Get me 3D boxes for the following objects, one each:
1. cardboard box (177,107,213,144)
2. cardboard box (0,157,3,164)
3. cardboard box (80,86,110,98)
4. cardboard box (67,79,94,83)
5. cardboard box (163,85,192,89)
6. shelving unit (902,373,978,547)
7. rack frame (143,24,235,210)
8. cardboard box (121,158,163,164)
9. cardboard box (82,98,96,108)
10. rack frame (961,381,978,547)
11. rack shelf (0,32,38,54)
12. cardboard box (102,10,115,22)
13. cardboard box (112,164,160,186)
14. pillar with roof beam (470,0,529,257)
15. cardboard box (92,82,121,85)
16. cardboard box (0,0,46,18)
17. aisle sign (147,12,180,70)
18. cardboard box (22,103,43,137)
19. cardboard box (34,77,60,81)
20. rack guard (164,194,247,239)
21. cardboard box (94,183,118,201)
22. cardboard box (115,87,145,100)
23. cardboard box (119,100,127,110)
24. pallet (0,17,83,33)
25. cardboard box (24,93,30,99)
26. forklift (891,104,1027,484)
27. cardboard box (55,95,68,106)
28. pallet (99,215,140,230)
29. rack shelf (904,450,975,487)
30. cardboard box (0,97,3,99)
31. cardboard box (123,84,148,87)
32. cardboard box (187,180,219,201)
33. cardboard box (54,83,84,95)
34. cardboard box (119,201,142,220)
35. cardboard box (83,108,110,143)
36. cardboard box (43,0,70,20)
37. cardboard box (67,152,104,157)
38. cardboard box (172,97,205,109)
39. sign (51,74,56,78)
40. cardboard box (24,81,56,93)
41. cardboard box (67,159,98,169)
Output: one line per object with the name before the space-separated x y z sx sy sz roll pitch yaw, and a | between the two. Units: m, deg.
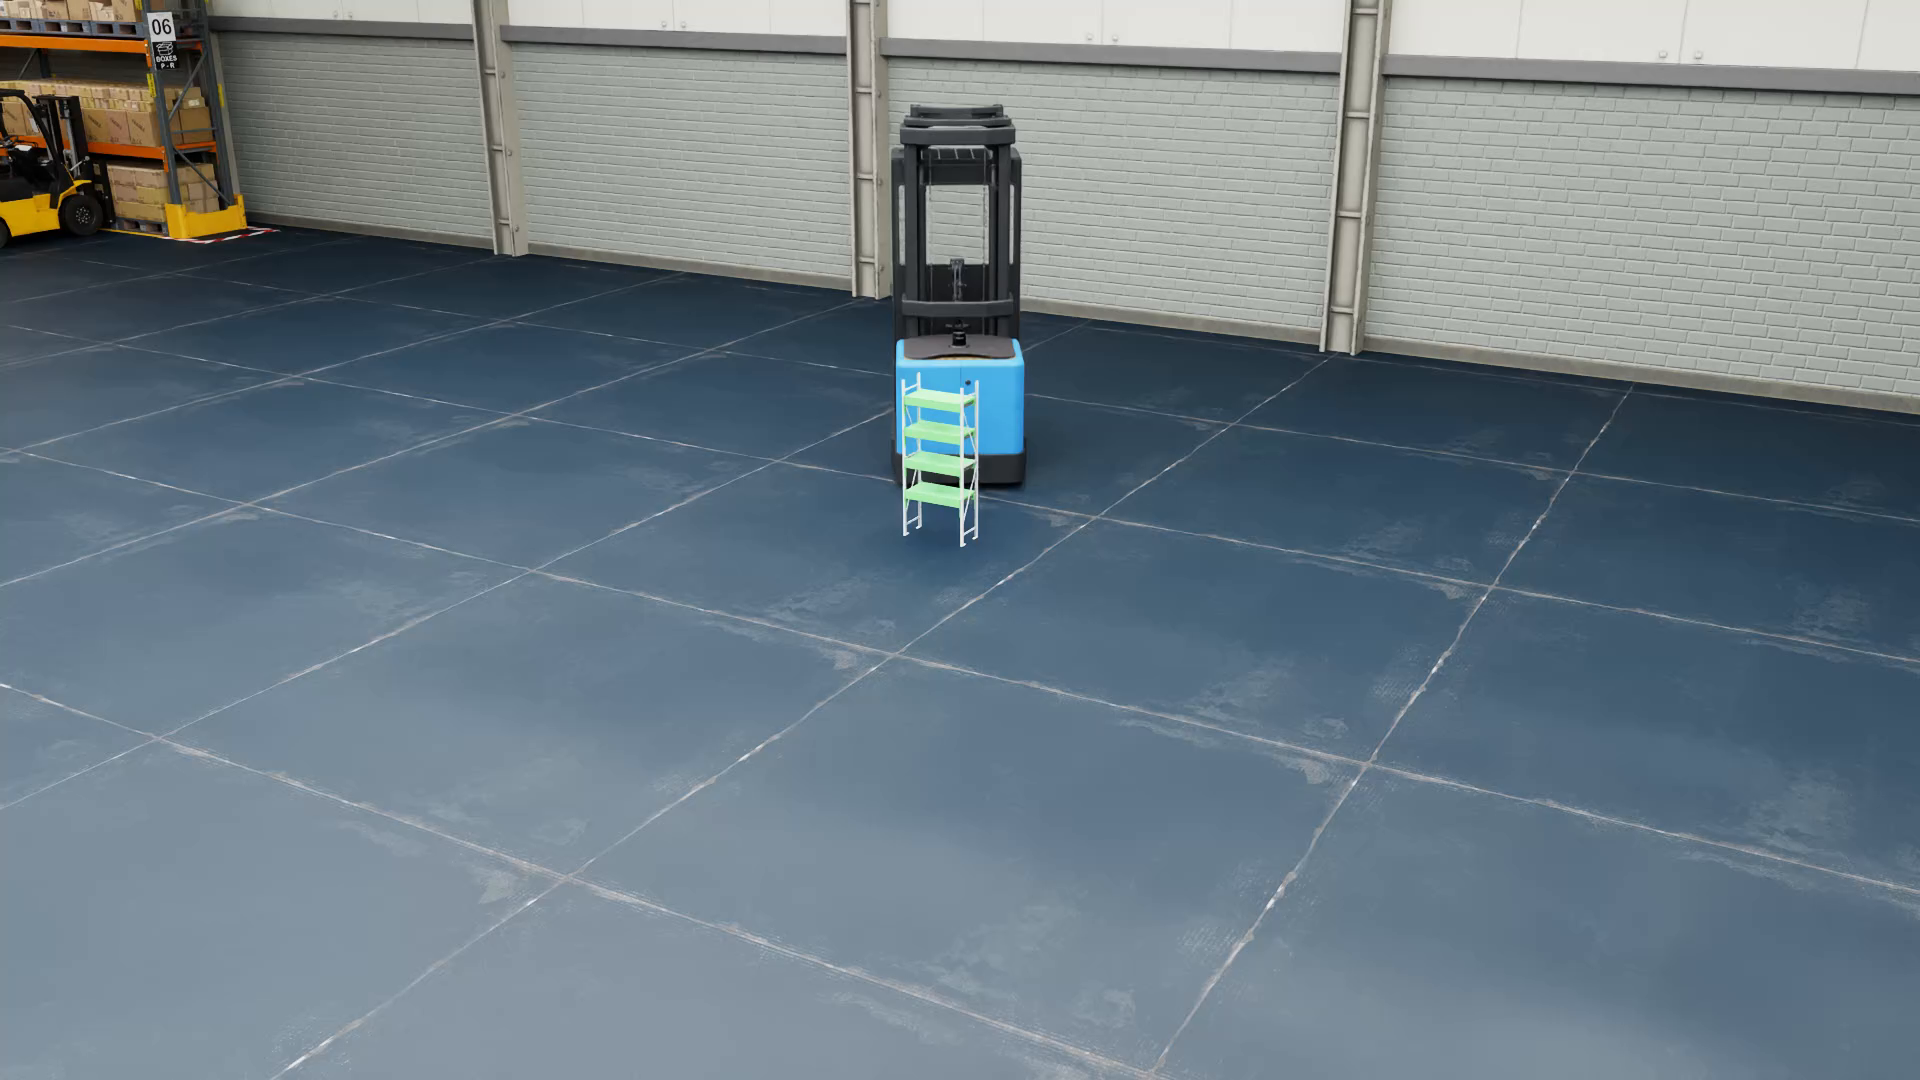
cardboard box | -11.707 -6.290 25.159 0.500 0.500 0.500 12 23 29
cardboard box | -15.363 -5.907 27.118 0.625 0.625 0.875 12 23 30
cardboard box | -12.988 -6.749 25.037 0.250 0.149 0.380 11 23 28
cardboard box | -13.790 -7.154 26.155 0.250 0.149 0.380 10 22 26
cardboard box | -11.800 -6.752 25.045 0.250 0.149 0.380 12 23 29
shelving unit | -0.145 -0.592 12.236 0.503 1.200 0.258 11 23 27
rack frame | -11.410 -6.078 24.721 0.127 3.000 1.000 11 23 27
cardboard box | -12.606 -5.757 25.788 0.500 0.250 0.500 11 22 27
cardboard box | -12.981 -6.610 25.090 0.250 0.149 0.380 11 23 28
rack frame | 0.069 -0.551 12.125 0.015 1.200 0.240 11 23 27
rack shelf | -16.648 -8.147 27.083 4.000 0.370 1.077 11 23 27
cardboard box | -12.281 -7.661 24.294 0.250 0.149 0.380 10 22 26
cardboard box | -12.412 -5.519 25.132 0.500 0.250 0.500 11 23 28
pillar with roof beam | -8.439 -7.002 18.473 0.400 9.000 9.100 11 23 27
cardboard box | -13.168 -6.997 25.723 0.250 0.149 0.380 12 23 29
cardboard box | -14.294 -8.145 25.388 0.500 0.311 0.500 11 23 28
aisle sign | -11.496 -7.201 24.006 0.004 0.787 0.394 11 23 27
cardboard box | -14.179 -6.557 25.895 0.500 0.500 0.500 11 23 28
cardboard box | -14.476 -7.271 26.478 0.250 0.149 0.380 11 23 27
rack guard | -11.389 -4.899 25.136 0.348 0.500 1.175 11 23 27
cardboard box | -12.881 -5.372 25.458 0.500 0.250 0.500 10 22 26
cardboard box | -12.297 -6.633 24.719 0.250 0.149 0.380 11 23 28
cardboard box | -12.283 -6.499 24.784 0.250 0.149 0.380 11 23 28
pallet | -14.144 -7.977 25.689 1.213 0.211 1.003 11 23 27
cardboard box | -14.284 -6.886 25.851 0.250 0.149 0.380 11 23 27
forklift | -0.038 -2.283 14.361 1.130 2.935 3.031 -1 20 -2
cardboard box | -13.648 -6.742 25.455 0.250 0.149 0.380 10 22 26
pallet | -13.159 -5.085 26.073 1.213 0.211 1.003 11 23 27
rack shelf | -0.145 -0.532 12.258 0.480 0.148 0.258 11 23 27
cardboard box | -15.308 -7.085 26.401 0.250 0.149 0.380 12 23 29
cardboard box | -12.499 -6.864 25.355 0.250 0.149 0.380 12 23 29
cardboard box | -11.719 -5.357 25.419 0.500 0.250 0.500 11 23 28
cardboard box | -13.605 -6.903 25.461 0.250 0.149 0.380 11 23 27
cardboard box | -12.403 -5.052 25.310 0.500 0.250 0.500 11 23 27
cardboard box | -12.863 -6.302 25.194 0.500 0.500 0.500 10 22 26
cardboard box | -13.252 -8.090 24.957 0.637 0.503 0.797 12 23 29
cardboard box | -13.928 -6.014 26.495 0.500 0.250 0.500 10 22 27
cardboard box | -11.579 -6.563 24.962 0.250 0.149 0.380 10 22 26
sign | -14.632 -7.352 26.850 0.005 0.325 0.100 11 23 27
cardboard box | -14.269 -7.037 25.831 0.250 0.149 0.380 10 22 26
cardboard box | -13.751 -5.776 25.841 0.500 0.250 0.500 12 23 29
